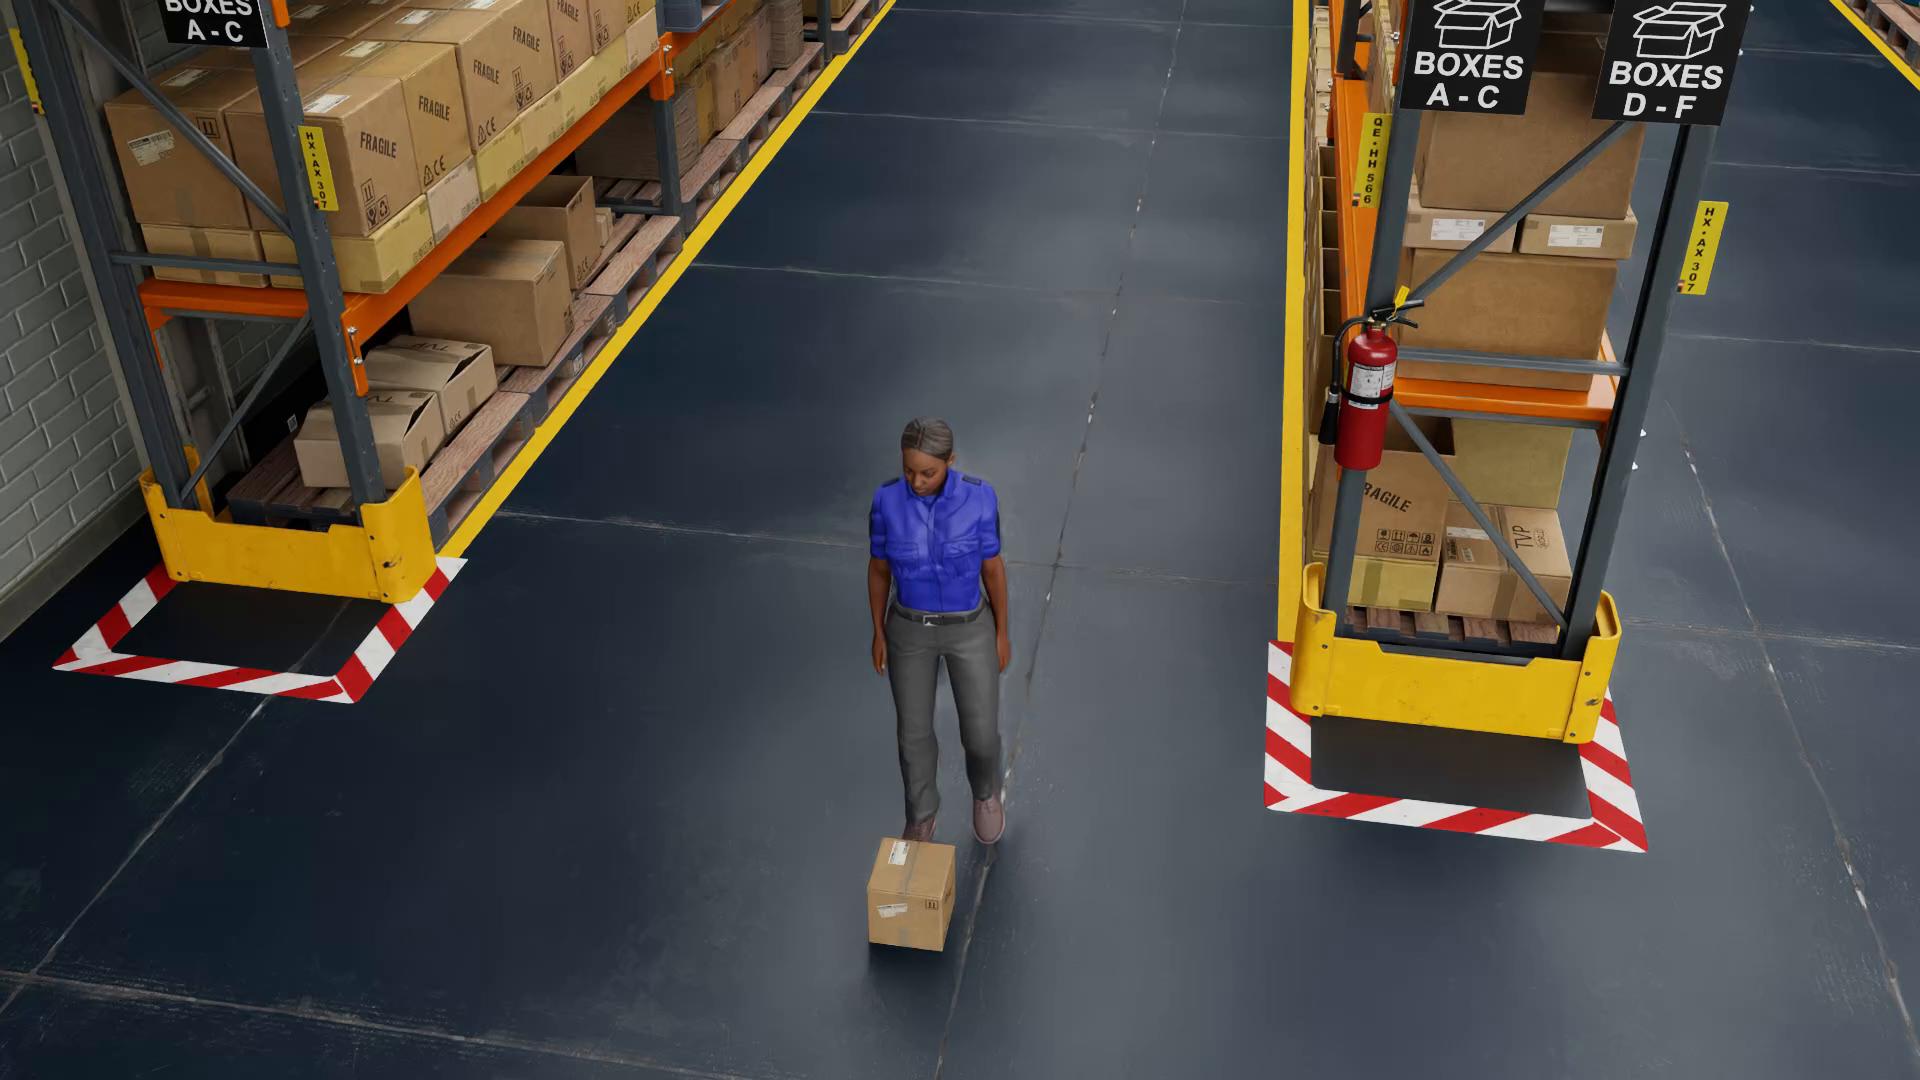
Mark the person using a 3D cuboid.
[{"bbox_3d":[-0.079,0.366,5.554,0.485,1.689,0.455,3,33,5],"label":"person"}]
